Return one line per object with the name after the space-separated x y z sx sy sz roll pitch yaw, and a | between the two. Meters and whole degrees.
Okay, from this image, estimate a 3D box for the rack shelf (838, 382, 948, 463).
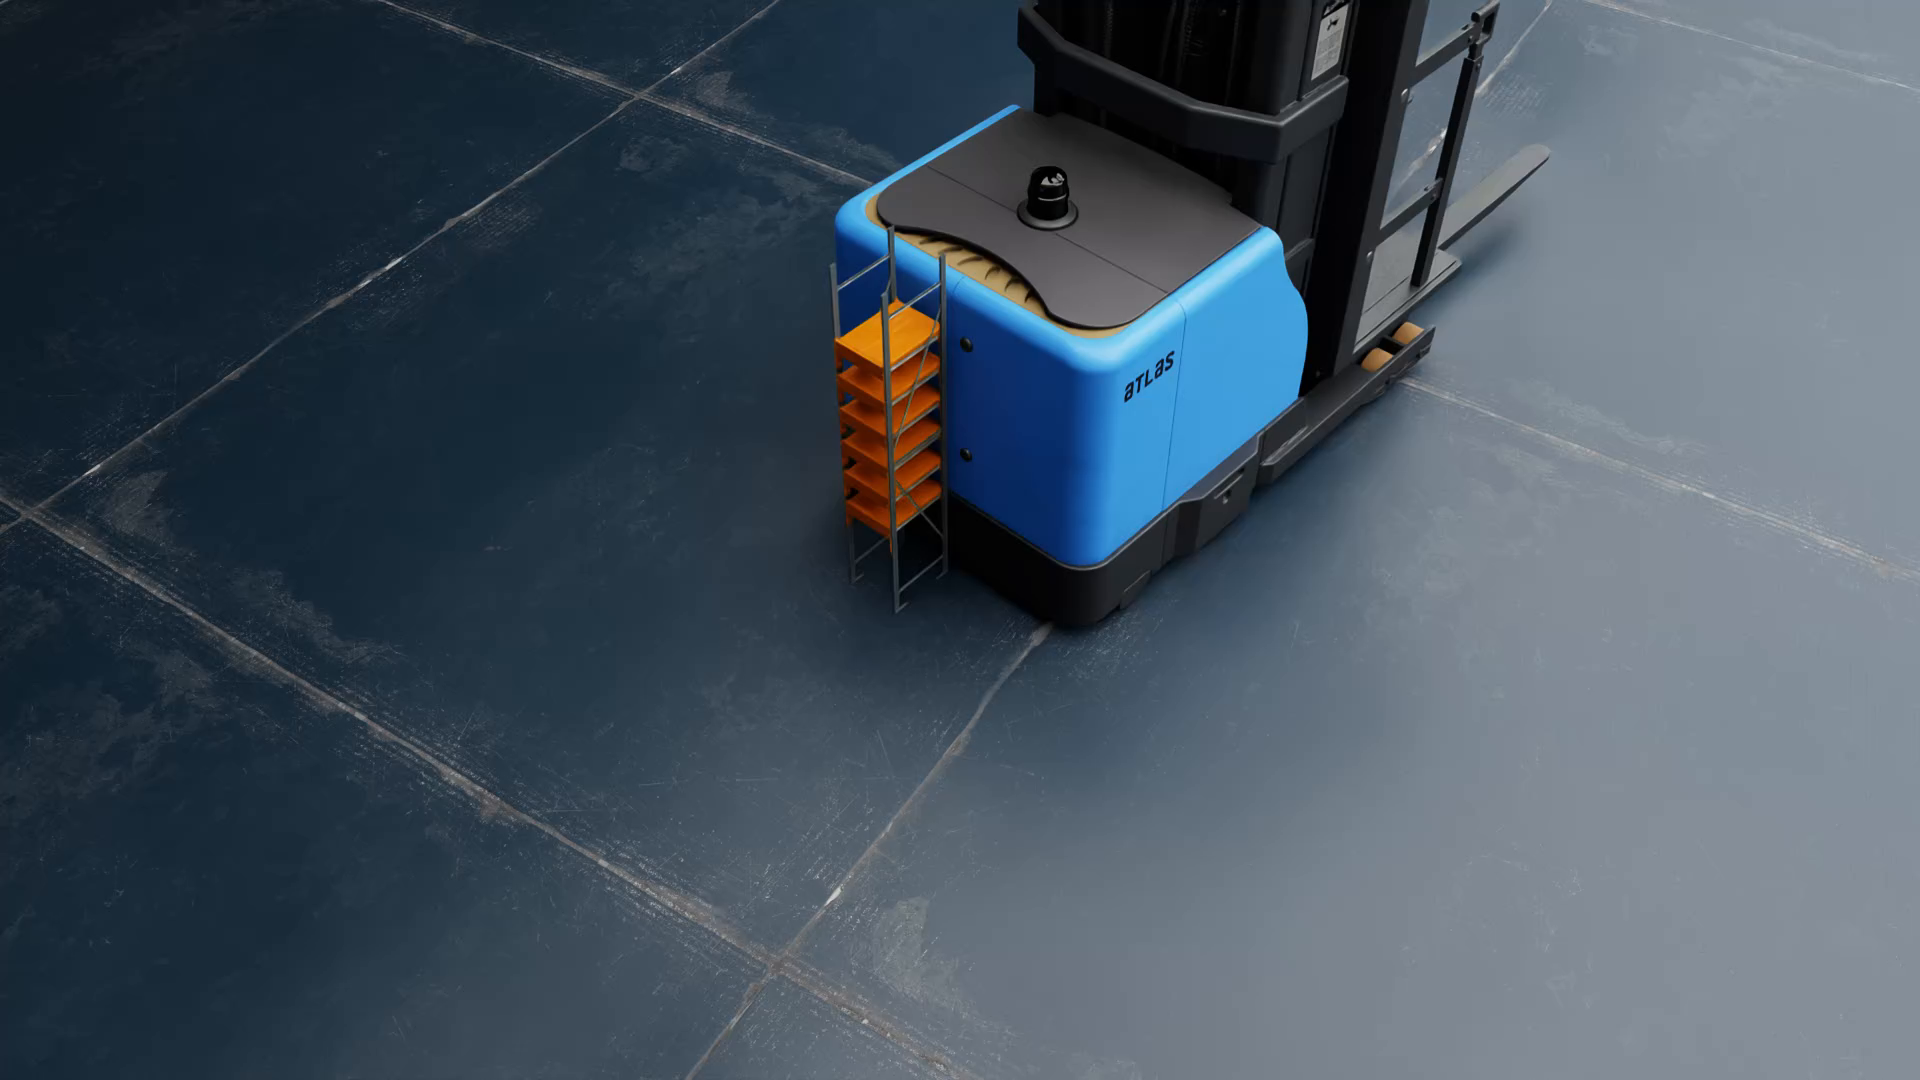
-0.187 -0.355 4.653 0.180 0.103 0.258 32 54 28 | rack shelf

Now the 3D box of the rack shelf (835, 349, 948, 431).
-0.187 -0.439 4.567 0.180 0.103 0.258 32 54 28 | rack shelf

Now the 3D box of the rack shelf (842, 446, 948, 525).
-0.187 -0.188 4.825 0.180 0.103 0.258 32 54 28 | rack shelf

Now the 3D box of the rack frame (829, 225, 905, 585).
-0.255 -0.346 4.749 0.006 1.200 0.240 32 54 28 | rack frame

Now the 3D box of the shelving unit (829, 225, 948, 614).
-0.187 -0.302 4.707 0.189 1.200 0.258 32 54 28 | shelving unit

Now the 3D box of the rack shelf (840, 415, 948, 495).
-0.187 -0.271 4.739 0.180 0.103 0.258 32 54 28 | rack shelf

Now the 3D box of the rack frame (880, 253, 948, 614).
-0.118 -0.259 4.665 0.006 1.200 0.240 32 54 28 | rack frame

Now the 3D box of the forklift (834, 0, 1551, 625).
1.001 -1.738 4.895 1.130 2.935 3.031 34 55 28 | forklift

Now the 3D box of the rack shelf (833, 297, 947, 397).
-0.187 -0.522 4.481 0.180 0.103 0.258 32 54 28 | rack shelf

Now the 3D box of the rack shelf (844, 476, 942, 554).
-0.187 -0.104 4.911 0.180 0.103 0.258 32 54 28 | rack shelf
